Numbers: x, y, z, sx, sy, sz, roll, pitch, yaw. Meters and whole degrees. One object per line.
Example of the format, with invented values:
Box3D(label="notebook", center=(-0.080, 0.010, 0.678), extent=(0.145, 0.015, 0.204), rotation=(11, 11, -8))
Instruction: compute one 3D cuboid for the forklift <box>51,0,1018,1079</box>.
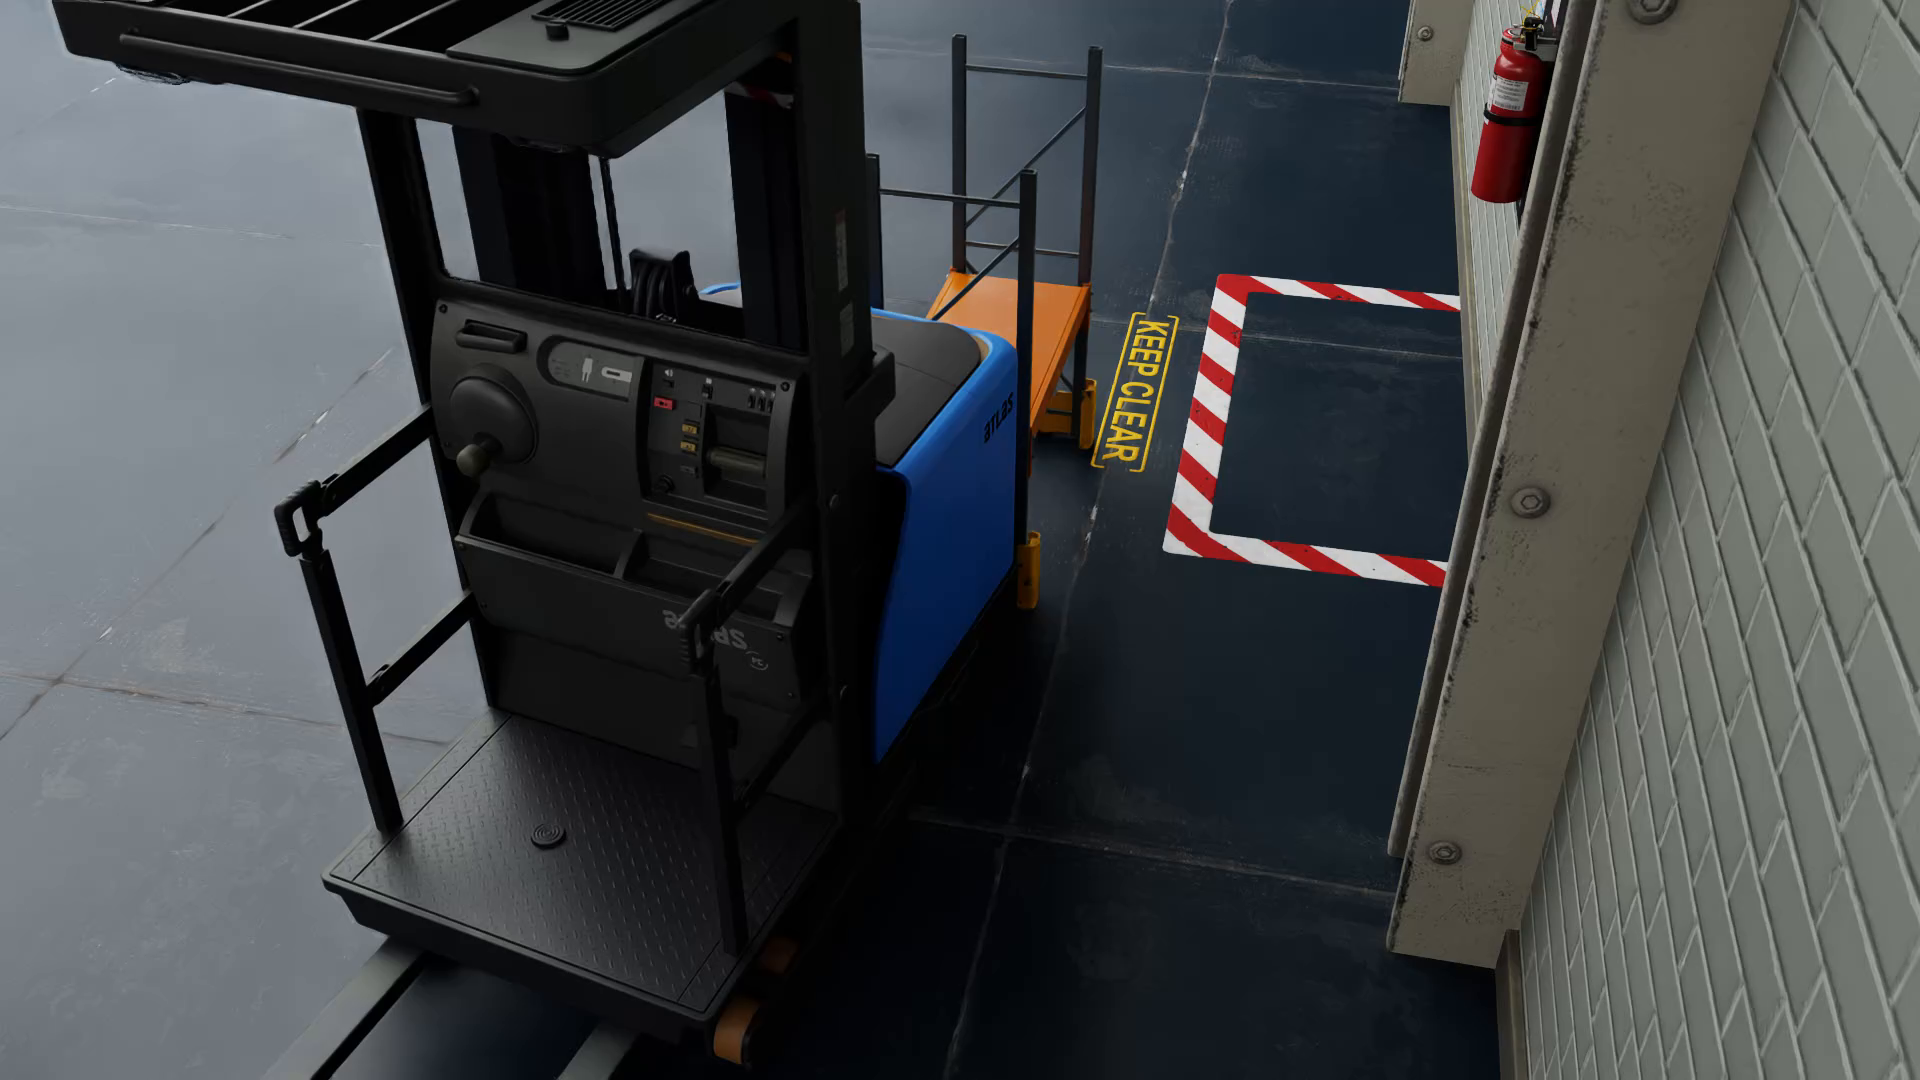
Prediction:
Box3D(label="forklift", center=(-0.867, -0.213, 3.547), extent=(1.130, 2.935, 3.031), rotation=(14, 38, 19))

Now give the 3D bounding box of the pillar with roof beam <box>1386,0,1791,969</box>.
Box3D(label="pillar with roof beam", center=(-2.912, -3.219, 2.523), extent=(9.100, 9.000, 0.400), rotation=(7, 37, 10))

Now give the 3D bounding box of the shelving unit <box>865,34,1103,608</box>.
Box3D(label="shelving unit", center=(0.092, -0.730, 5.480), extent=(0.587, 1.500, 1.083), rotation=(8, 37, 11))

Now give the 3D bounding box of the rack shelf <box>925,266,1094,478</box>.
Box3D(label="rack shelf", center=(0.094, -0.590, 5.592), extent=(0.538, 0.185, 1.000), rotation=(8, 37, 11))

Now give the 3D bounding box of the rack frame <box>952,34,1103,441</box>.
Box3D(label="rack frame", center=(0.219, -1.025, 5.886), extent=(0.500, 1.500, 0.032), rotation=(8, 37, 11))

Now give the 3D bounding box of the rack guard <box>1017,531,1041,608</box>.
Box3D(label="rack guard", center=(-0.030, 0.059, 5.456), extent=(0.587, 0.250, 0.087), rotation=(8, 37, 11))

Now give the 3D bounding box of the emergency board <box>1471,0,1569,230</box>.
Box3D(label="emergency board", center=(1.859, -1.662, 5.487), extent=(0.194, 1.169, 0.643), rotation=(7, 37, 10))

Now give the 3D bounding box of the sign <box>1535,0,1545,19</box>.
Box3D(label="sign", center=(2.078, -1.980, 5.896), extent=(0.001, 0.329, 0.234), rotation=(7, 37, 10))

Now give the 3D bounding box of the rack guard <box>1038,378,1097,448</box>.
Box3D(label="rack guard", center=(0.214, -0.508, 6.237), extent=(0.587, 0.250, 0.087), rotation=(8, 37, 11))

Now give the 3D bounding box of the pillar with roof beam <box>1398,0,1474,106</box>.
Box3D(label="pillar with roof beam", center=(-1.630, -6.658, 7.269), extent=(9.100, 9.000, 0.400), rotation=(7, 37, 10))

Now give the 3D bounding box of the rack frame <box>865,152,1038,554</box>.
Box3D(label="rack frame", center=(-0.031, -0.446, 5.088), extent=(0.500, 1.500, 0.032), rotation=(8, 37, 11))
